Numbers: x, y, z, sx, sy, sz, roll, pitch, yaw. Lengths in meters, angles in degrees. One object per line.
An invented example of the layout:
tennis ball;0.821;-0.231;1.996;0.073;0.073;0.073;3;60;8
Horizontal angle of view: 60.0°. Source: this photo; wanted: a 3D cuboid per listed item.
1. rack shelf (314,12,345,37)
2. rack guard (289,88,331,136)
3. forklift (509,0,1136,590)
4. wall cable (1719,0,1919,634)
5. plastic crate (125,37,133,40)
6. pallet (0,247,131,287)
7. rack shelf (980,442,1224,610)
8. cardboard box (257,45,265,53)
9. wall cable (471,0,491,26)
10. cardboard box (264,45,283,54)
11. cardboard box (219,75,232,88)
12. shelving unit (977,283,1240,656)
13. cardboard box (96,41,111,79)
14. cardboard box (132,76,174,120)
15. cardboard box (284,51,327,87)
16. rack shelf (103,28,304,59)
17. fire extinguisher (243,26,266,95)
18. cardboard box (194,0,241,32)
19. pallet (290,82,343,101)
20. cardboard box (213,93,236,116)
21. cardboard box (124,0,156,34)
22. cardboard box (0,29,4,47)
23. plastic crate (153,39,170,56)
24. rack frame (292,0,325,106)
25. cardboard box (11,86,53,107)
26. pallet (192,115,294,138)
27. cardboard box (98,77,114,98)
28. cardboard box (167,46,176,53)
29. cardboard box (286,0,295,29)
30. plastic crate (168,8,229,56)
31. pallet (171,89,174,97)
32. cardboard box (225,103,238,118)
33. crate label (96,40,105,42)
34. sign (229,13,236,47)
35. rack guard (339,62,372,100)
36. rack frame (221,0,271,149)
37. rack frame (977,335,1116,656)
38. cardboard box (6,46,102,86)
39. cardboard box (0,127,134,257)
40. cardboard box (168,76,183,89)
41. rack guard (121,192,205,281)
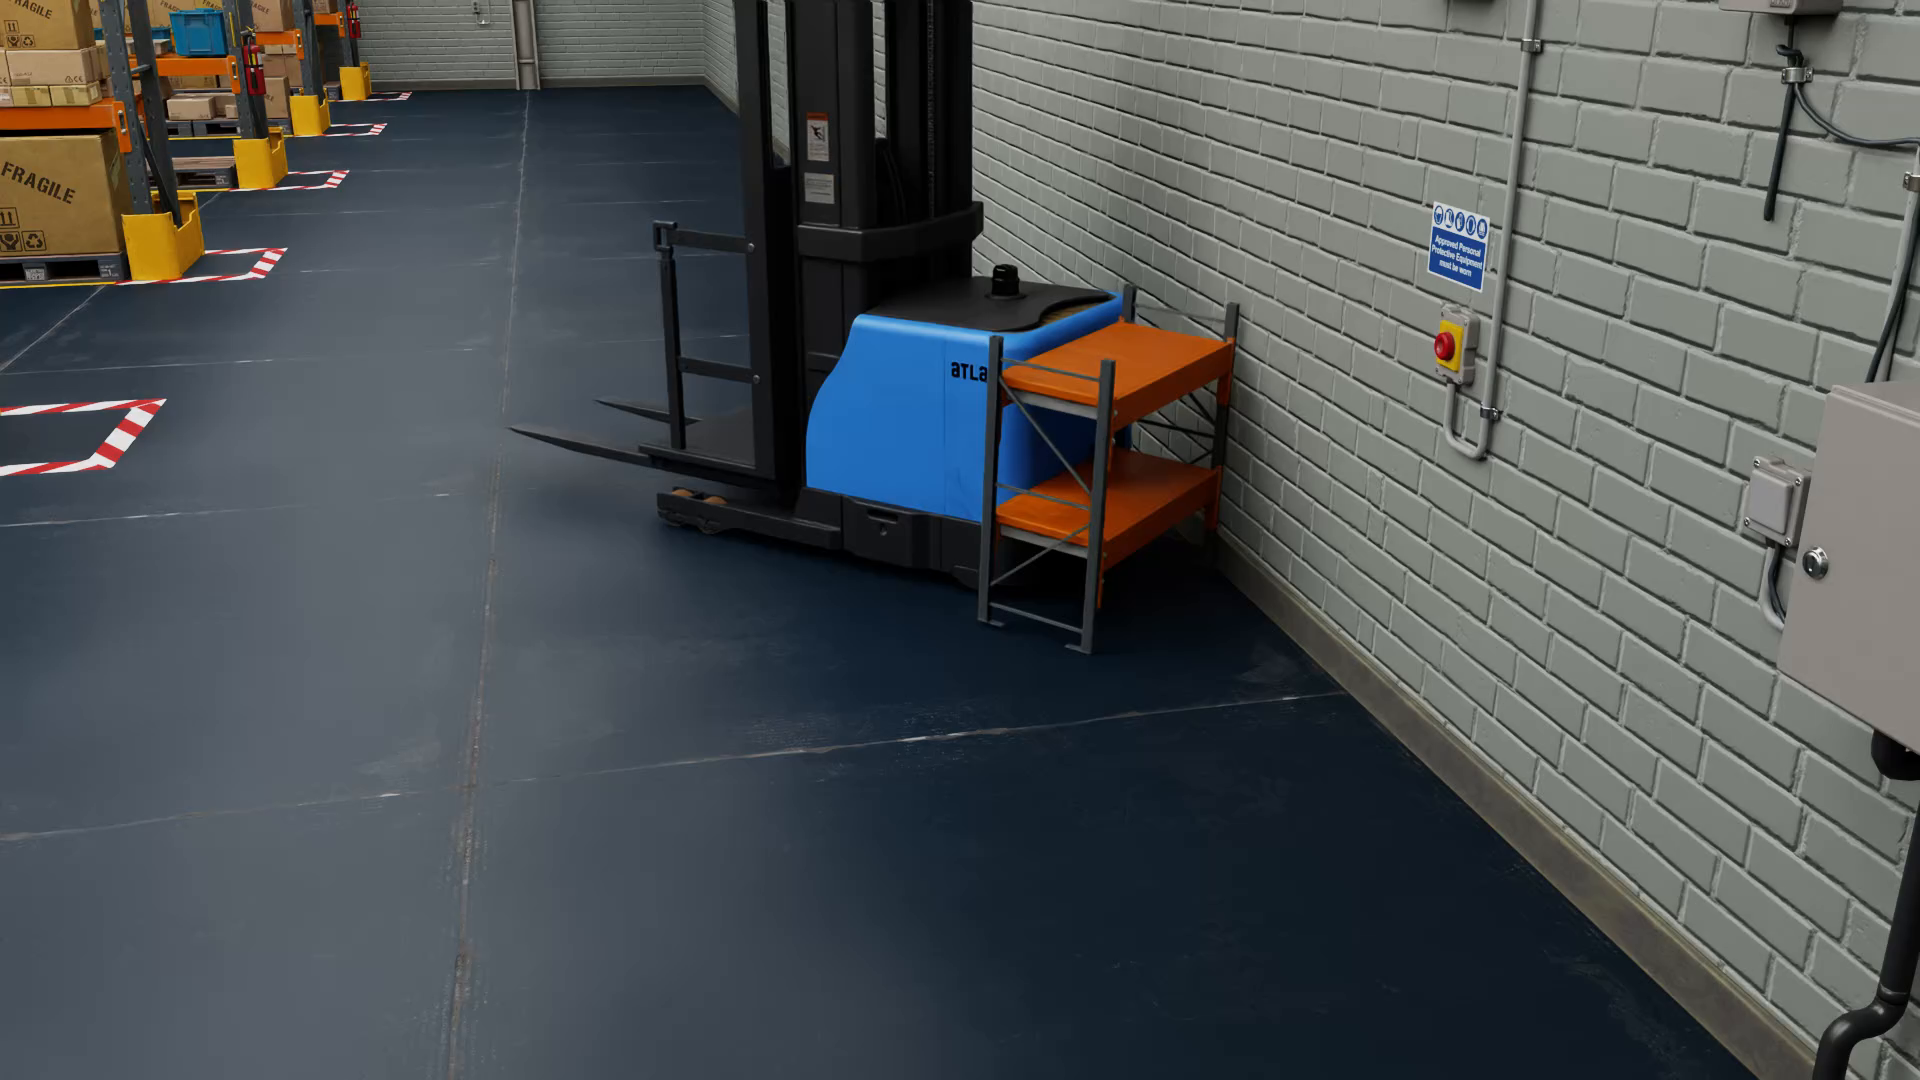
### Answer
rack shelf;-11.696;-8.069;26.026;4.000;0.370;1.077;-5;21;-12
rack guard;-8.680;-5.727;22.223;0.348;0.500;1.175;-5;21;-12
forklift;-0.760;-1.540;7.258;3.031;2.935;1.130;12;23;30
wall cable;1.770;-0.731;3.472;0.122;1.984;0.588;-5;21;-12
plastic crate;-8.777;-5.192;17.424;0.298;0.136;0.250;-5;21;-12
pallet;-7.090;-2.192;12.991;1.213;0.211;1.003;-5;21;-12
rack shelf;0.575;-0.084;6.555;0.538;0.278;1.000;16;26;30
cardboard box;-11.068;-7.821;26.384;0.250;0.149;0.380;-4;21;-12
wall cable;-8.721;-9.460;27.301;1.851;1.984;0.084;-5;21;-12
cardboard box;-10.739;-7.712;26.088;0.250;0.149;0.380;-4;21;-11
cardboard box;-11.384;-7.420;26.232;0.500;0.500;0.700;-5;21;-14
shelving unit;0.583;-0.310;6.461;0.538;1.125;1.048;16;26;30
cardboard box;-6.859;-3.712;12.874;0.500;0.250;0.500;-5;21;-14
cardboard box;-10.671;-5.775;21.709;0.637;0.503;0.797;-5;21;-12
cardboard box;-10.407;-7.499;26.450;0.500;0.500;0.700;-5;21;-12
rack shelf;-10.552;-6.411;21.501;4.000;0.370;1.077;-5;21;-12
fire extinguisher;-7.218;-4.897;16.977;0.183;0.674;0.296;-5;21;-12
cardboard box;-9.483;-6.785;21.331;0.500;0.500;0.500;-4;21;-12
pallet;-10.509;-7.166;26.570;1.213;0.211;1.003;-5;21;-12
cardboard box;-9.687;-5.835;22.240;0.500;0.250;0.500;-5;21;-12
cardboard box;-10.460;-6.708;21.119;0.500;0.500;0.500;-5;21;-13
cardboard box;-7.346;-4.025;12.637;0.500;0.500;0.500;-5;21;-14
plastic crate;-8.221;-5.028;16.975;0.243;0.136;0.396;-5;21;-12
rack frame;-8.606;-6.907;21.809;0.127;3.000;1.000;-5;21;-12
cardboard box;-6.853;-3.313;12.364;0.250;0.149;0.380;-4;21;-12
pallet;-9.455;-5.528;22.099;1.213;0.211;1.003;-5;21;-12
cardboard box;-6.751;-3.555;13.024;0.250;0.149;0.380;-4;21;-12
cardboard box;-12.309;-7.720;26.108;0.250;0.149;0.380;-5;21;-14
cardboard box;-9.098;-7.007;21.937;0.500;0.500;0.500;-4;21;-11
plastic crate;-7.752;-5.204;17.022;0.499;0.435;0.616;-5;21;-12
pallet;-12.884;-6.973;26.043;1.213;0.211;1.003;-5;21;-12
cardboard box;-9.493;-5.656;21.873;0.250;0.166;0.380;-5;21;-12
crate label;-8.772;-4.979;16.843;0.243;0.136;0.396;-5;21;-12
sign;-7.327;-5.142;16.755;0.005;0.325;0.100;-5;21;-12
rack guard;-9.726;-7.393;26.770;0.348;0.500;1.175;-5;21;-12
rack frame;-7.470;-5.249;17.282;0.127;3.000;1.000;-5;21;-12
rack frame;0.303;-0.156;6.066;0.500;1.125;0.032;16;26;30
cardboard box;-6.740;-3.533;12.383;0.500;0.250;0.500;-5;21;-13
cardboard box;-6.934;-2.713;12.838;0.875;0.875;0.875;-5;21;-12
cardboard box;-12.401;-7.335;26.002;0.500;0.500;0.700;-5;21;-13
rack guard;-6.306;-2.419;13.191;0.348;0.500;1.175;-5;21;-12
